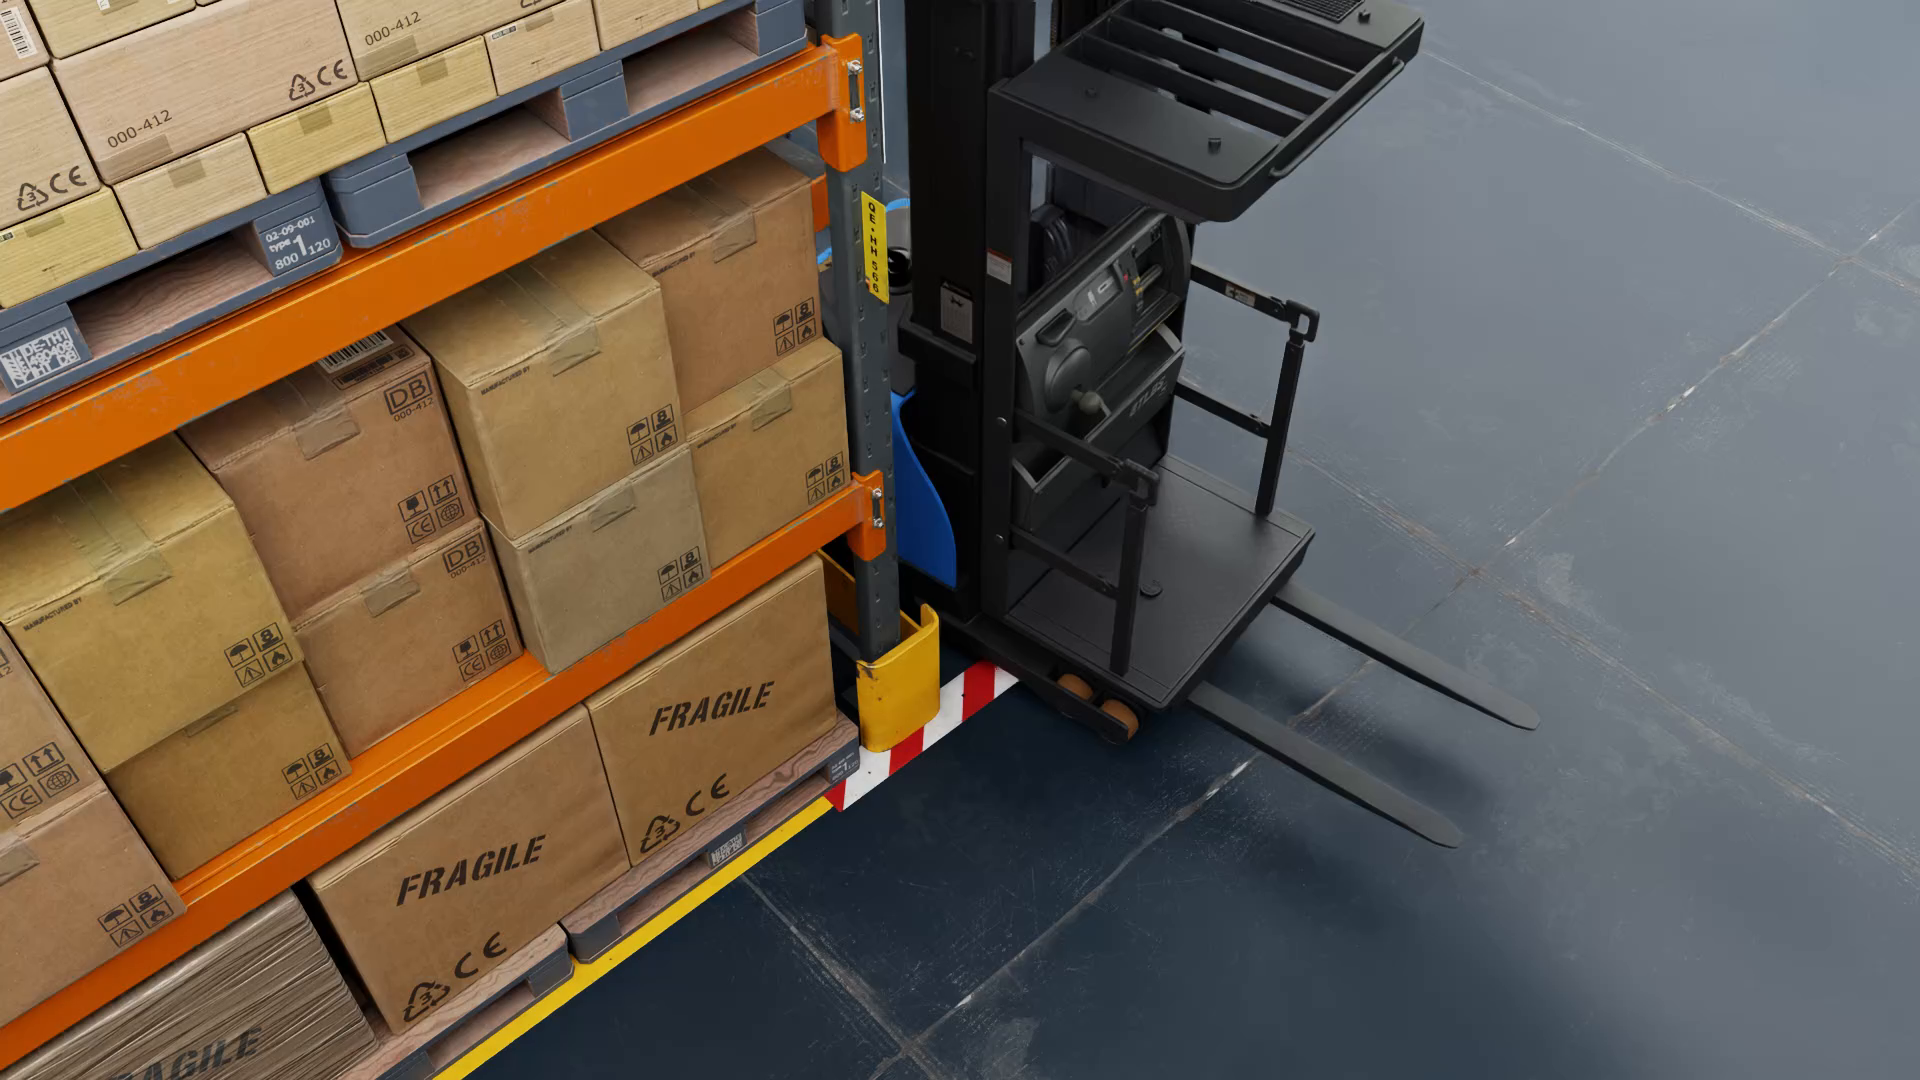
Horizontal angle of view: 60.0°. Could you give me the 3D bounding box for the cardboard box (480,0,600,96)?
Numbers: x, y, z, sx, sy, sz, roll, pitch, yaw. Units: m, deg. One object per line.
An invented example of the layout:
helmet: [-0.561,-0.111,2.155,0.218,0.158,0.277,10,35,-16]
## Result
cardboard box: [-0.979,-1.123,3.522,0.250,0.149,0.380,-33,55,-27]

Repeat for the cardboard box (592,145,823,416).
cardboard box: [-0.886,-0.870,4.675,0.550,0.550,0.875,-34,56,-27]

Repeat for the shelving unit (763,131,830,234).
shelving unit: [-0.755,-1.246,6.464,0.431,2.100,0.503,34,56,29]

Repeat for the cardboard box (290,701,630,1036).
cardboard box: [-1.692,0.770,5.158,0.875,0.875,0.875,-35,56,-28]

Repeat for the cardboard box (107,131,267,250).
cardboard box: [-1.543,-0.747,3.174,0.250,0.149,0.380,-33,55,-27]

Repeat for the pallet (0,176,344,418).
pallet: [-2.030,-0.623,3.304,1.213,0.211,1.003,-34,56,-27]

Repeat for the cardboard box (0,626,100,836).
cardboard box: [-2.428,0.254,3.637,0.550,0.550,0.875,-34,56,-27]

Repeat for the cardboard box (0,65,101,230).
cardboard box: [-1.875,-0.721,2.879,0.500,0.250,0.500,-33,55,-27]

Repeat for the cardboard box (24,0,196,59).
cardboard box: [-1.547,-1.014,2.879,0.250,0.149,0.380,-35,56,-28]

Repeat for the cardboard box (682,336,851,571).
cardboard box: [-0.829,-0.458,5.029,0.550,0.550,0.875,-34,56,-27]

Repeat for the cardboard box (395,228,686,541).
cardboard box: [-1.230,-0.548,4.378,0.550,0.550,0.875,-34,56,-27]

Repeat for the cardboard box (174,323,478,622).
cardboard box: [-1.736,-0.345,4.190,0.550,0.550,0.875,-34,56,-27]

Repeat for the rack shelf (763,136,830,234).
rack shelf: [-0.755,-1.236,6.474,0.431,0.518,0.480,34,56,29]

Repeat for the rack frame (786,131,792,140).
rack frame: [-0.589,-1.377,6.585,0.400,2.100,0.015,34,56,29]

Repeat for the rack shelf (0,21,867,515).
rack shelf: [-2.065,-0.400,3.526,4.000,0.370,1.077,-34,56,-27]

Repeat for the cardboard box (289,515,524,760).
cardboard box: [-1.720,0.034,4.575,0.550,0.550,0.875,-34,56,-27]

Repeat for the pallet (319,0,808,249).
pallet: [-1.127,-1.230,3.863,1.213,0.211,1.003,-34,56,-27]

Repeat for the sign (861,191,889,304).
sign: [-0.230,-0.786,4.485,0.005,0.325,0.100,-34,56,-27]

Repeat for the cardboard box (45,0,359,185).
cardboard box: [-1.502,-0.970,3.109,0.500,0.250,0.500,-34,56,-27]

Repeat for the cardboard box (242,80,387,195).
cardboard box: [-1.356,-0.871,3.289,0.250,0.149,0.380,-35,56,-28]

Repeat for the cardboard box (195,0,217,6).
cardboard box: [-1.357,-1.142,2.996,0.250,0.149,0.380,-34,56,-27]

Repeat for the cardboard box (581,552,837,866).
cardboard box: [-1.042,0.334,5.561,0.875,0.875,0.875,-33,56,-27]

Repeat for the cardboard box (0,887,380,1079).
cardboard box: [-2.368,1.220,4.743,0.875,0.875,0.875,-33,56,-27]

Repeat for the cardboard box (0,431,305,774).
cardboard box: [-2.041,-0.012,3.883,0.500,0.550,0.875,-34,56,-27]

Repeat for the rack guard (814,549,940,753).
rack guard: [-0.567,0.221,6.206,0.348,0.500,1.175,-34,56,-27]

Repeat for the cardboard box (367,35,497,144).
cardboard box: [-1.167,-0.999,3.407,0.250,0.149,0.380,-33,55,-27]

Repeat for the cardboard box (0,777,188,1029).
cardboard box: [-2.409,0.636,4.021,0.550,0.550,0.875,-34,56,-27]

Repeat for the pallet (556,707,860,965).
pallet: [-1.124,0.768,5.897,1.213,0.211,1.003,-34,56,-27]

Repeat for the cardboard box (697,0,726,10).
cardboard box: [-0.603,-1.375,3.754,0.250,0.149,0.380,-34,56,-27]

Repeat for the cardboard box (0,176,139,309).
cardboard box: [-1.732,-0.621,3.058,0.250,0.149,0.380,-33,55,-27]

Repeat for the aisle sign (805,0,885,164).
aisle sign: [-0.331,-1.369,4.203,0.004,0.787,0.394,-34,56,-27]

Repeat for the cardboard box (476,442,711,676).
cardboard box: [-1.221,-0.174,4.768,0.550,0.550,0.875,-34,56,-27]

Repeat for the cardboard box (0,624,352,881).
cardboard box: [-2.084,0.319,4.313,0.500,0.550,0.875,-34,56,-27]

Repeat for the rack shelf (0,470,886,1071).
rack shelf: [-2.065,0.618,4.629,4.000,0.370,1.077,-34,56,-27]

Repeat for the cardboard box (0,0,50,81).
cardboard box: [-1.734,-0.889,2.763,0.250,0.149,0.380,-33,55,-27]

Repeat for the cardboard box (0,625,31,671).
cardboard box: [-3.512,0.438,6.165,0.258,0.266,0.396,-25,52,-21]

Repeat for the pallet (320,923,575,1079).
pallet: [-2.026,1.368,5.344,1.213,0.211,1.003,-34,56,-27]

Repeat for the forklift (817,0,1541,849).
forklift: [0.649,-0.696,5.398,3.031,2.935,1.130,30,54,25]

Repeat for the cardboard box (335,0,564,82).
cardboard box: [-1.130,-1.218,3.338,0.500,0.250,0.500,-34,56,-27]

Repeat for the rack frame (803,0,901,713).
rack frame: [-0.585,-0.615,5.277,0.127,3.000,1.000,-34,56,-27]

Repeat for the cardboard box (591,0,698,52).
cardboard box: [-0.790,-1.251,3.639,0.250,0.149,0.380,-33,55,-27]
